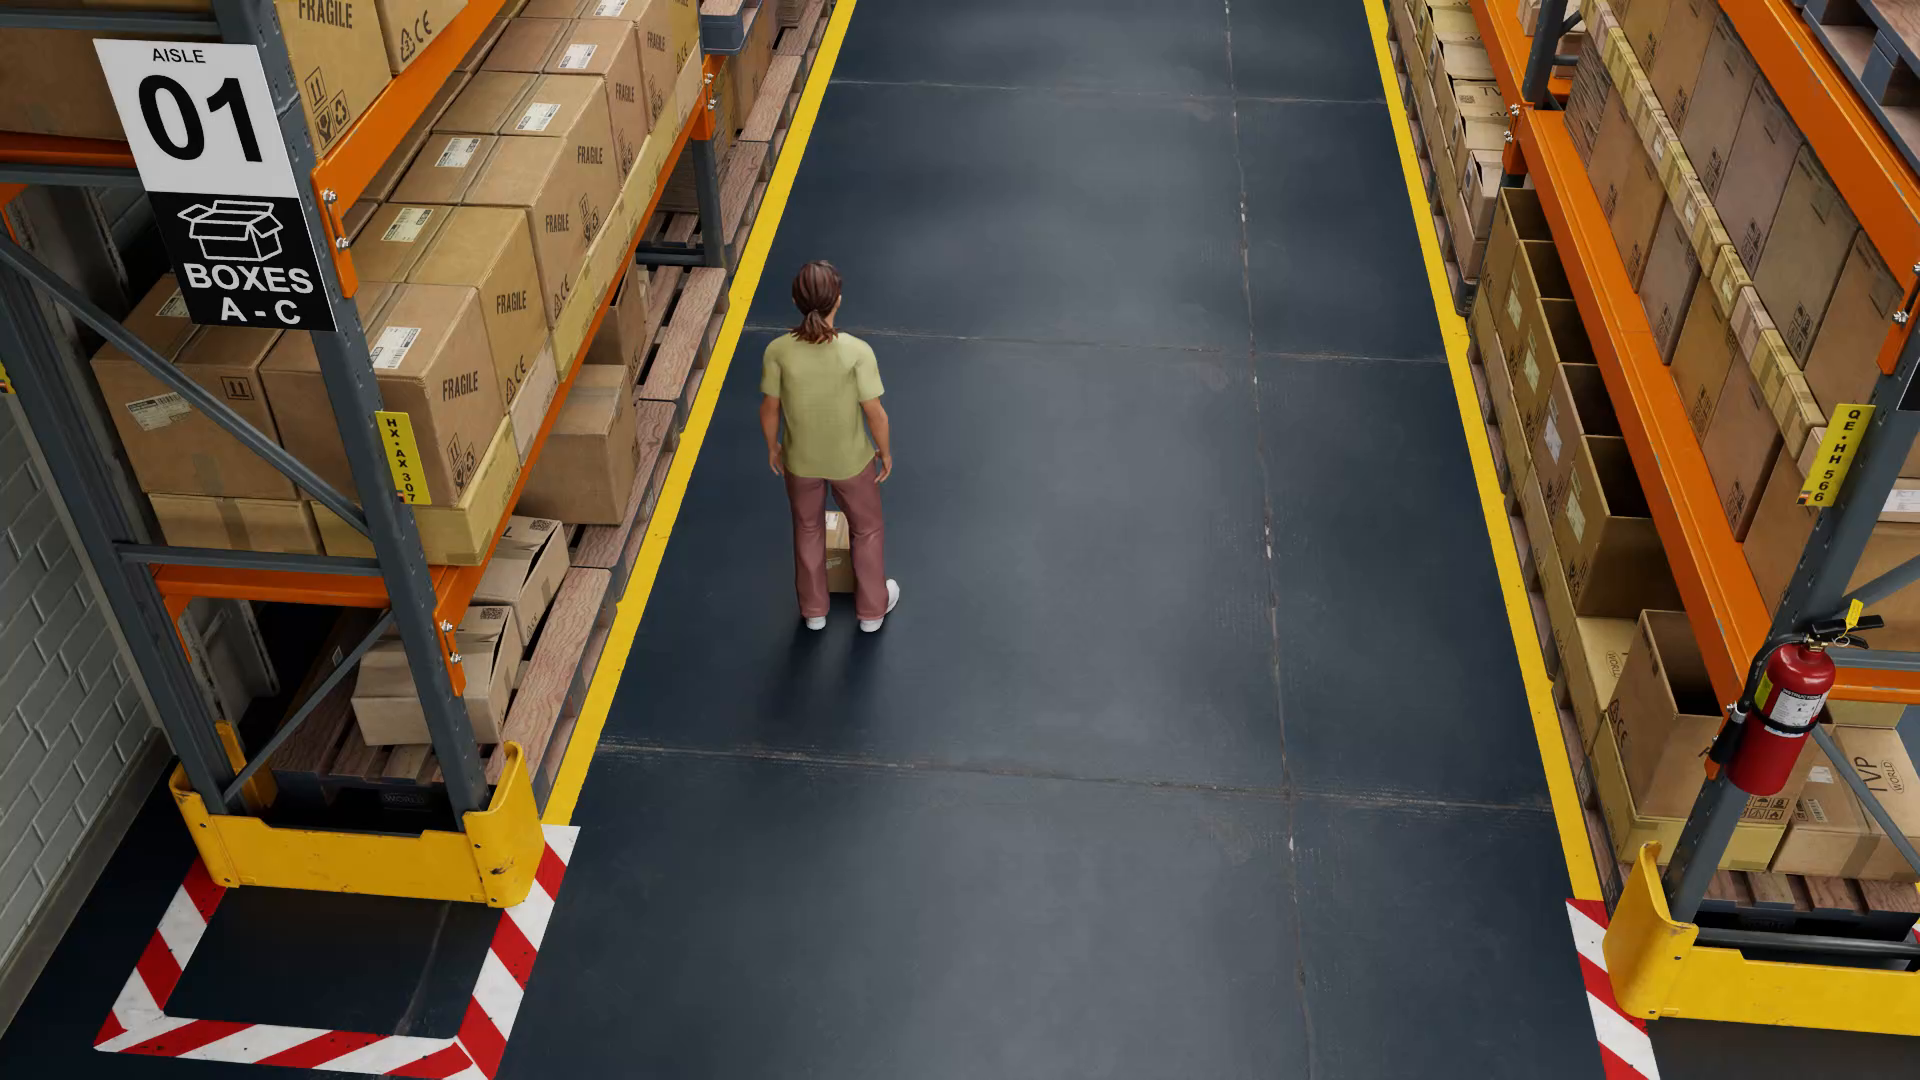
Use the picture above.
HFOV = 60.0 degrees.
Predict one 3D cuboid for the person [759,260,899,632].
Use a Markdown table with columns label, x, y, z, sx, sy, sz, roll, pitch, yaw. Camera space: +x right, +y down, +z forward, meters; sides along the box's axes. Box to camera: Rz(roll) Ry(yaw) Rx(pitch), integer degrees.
| label | x | y | z | sx | sy | sz | roll | pitch | yaw |
| --- | --- | --- | --- | --- | --- | --- | --- | --- | --- |
| person | -0.515 | -0.331 | 6.549 | 0.499 | 1.673 | 0.359 | 3 | 40 | 4 |
